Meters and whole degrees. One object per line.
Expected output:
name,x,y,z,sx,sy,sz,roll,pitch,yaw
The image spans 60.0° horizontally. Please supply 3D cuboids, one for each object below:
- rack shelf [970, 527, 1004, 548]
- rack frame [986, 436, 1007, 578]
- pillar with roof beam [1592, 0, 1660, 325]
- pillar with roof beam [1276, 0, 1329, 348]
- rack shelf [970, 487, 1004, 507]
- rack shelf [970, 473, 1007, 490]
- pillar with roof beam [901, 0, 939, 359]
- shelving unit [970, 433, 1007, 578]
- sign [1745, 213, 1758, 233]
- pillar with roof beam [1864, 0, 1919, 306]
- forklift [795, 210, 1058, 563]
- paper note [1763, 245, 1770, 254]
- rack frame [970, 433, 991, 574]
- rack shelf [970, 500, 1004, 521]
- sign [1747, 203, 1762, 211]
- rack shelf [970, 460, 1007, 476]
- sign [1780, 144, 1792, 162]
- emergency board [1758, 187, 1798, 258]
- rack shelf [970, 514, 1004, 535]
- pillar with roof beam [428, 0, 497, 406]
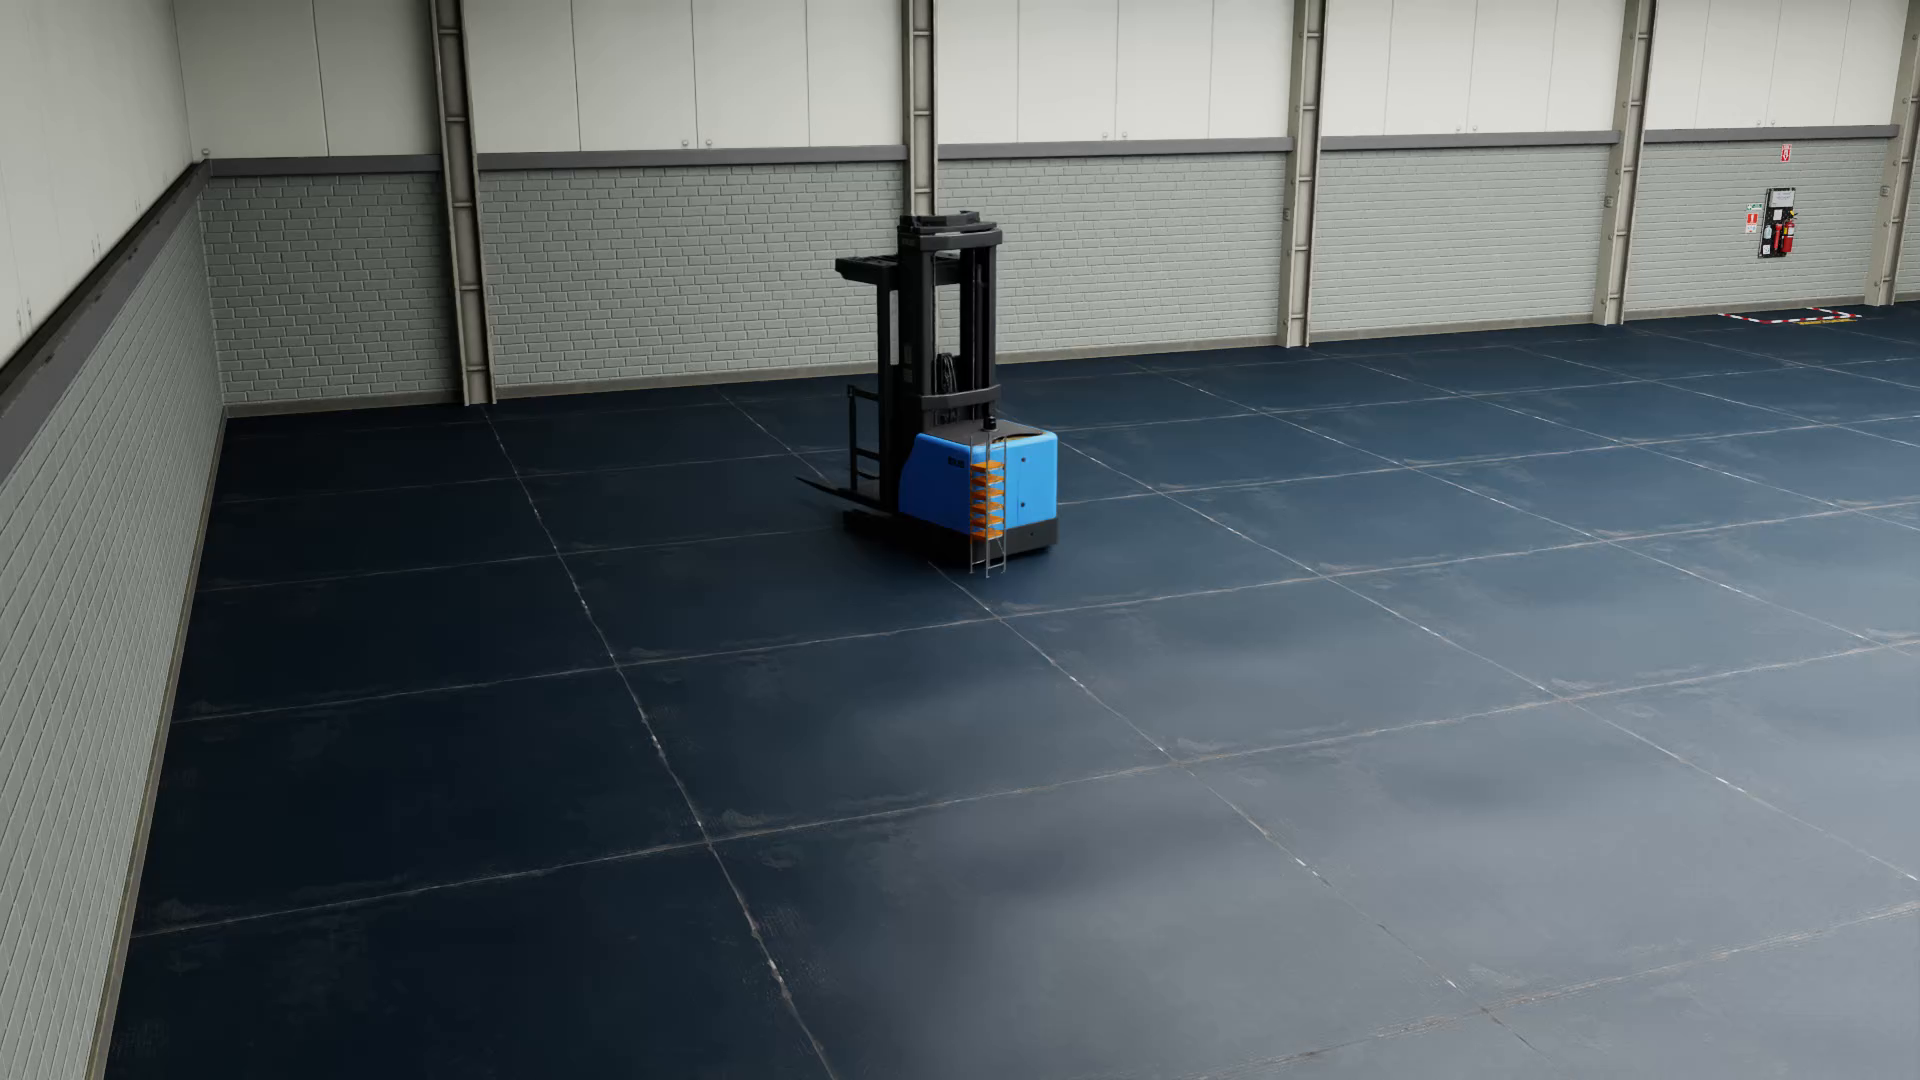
rack shelf,0.240,-0.020,14.198,0.258,0.103,0.180,-16,22,-42
rack frame,0.305,-0.275,14.056,0.240,1.200,0.006,-16,22,-42
pillar with roof beam,12.210,-6.758,22.291,0.400,9.000,9.100,-6,17,-20
pillar with roof beam,6.607,-6.153,20.231,0.400,9.000,9.100,-6,17,-20
rack shelf,0.240,-0.366,14.097,0.258,0.103,0.180,-16,22,-42
rack shelf,0.240,-0.481,14.063,0.258,0.103,0.180,-16,22,-42
pillar with roof beam,1.004,-5.548,18.171,0.400,9.000,9.100,-6,17,-20
shelving unit,0.240,-0.293,14.118,0.258,1.200,0.189,-16,22,-42
sign,13.398,-5.366,28.137,0.234,0.329,0.001,-6,17,-20
pillar with roof beam,17.813,-7.363,24.351,0.400,9.000,9.100,-6,17,-20
forklift,-0.441,-1.557,15.350,1.130,2.935,3.031,-13,21,-37
paper note,13.761,-4.955,28.364,0.142,0.148,0.016,-6,17,-20
rack frame,0.176,-0.311,14.181,0.240,1.200,0.006,-16,22,-42
rack shelf,0.240,-0.250,14.131,0.258,0.103,0.180,-16,22,-42
sign,13.405,-5.619,28.055,0.331,0.109,0.001,-6,17,-20
rack shelf,0.240,-0.596,14.029,0.258,0.103,0.180,-16,22,-42
sign,13.908,-6.515,27.999,0.199,0.298,0.001,-6,17,-20
emergency board,13.951,-5.378,28.239,0.643,1.169,0.194,-6,17,-20
rack shelf,0.240,-0.135,14.165,0.258,0.103,0.180,-16,22,-42
pillar with roof beam,-4.598,-4.943,16.111,0.400,9.000,9.100,-6,17,-20
